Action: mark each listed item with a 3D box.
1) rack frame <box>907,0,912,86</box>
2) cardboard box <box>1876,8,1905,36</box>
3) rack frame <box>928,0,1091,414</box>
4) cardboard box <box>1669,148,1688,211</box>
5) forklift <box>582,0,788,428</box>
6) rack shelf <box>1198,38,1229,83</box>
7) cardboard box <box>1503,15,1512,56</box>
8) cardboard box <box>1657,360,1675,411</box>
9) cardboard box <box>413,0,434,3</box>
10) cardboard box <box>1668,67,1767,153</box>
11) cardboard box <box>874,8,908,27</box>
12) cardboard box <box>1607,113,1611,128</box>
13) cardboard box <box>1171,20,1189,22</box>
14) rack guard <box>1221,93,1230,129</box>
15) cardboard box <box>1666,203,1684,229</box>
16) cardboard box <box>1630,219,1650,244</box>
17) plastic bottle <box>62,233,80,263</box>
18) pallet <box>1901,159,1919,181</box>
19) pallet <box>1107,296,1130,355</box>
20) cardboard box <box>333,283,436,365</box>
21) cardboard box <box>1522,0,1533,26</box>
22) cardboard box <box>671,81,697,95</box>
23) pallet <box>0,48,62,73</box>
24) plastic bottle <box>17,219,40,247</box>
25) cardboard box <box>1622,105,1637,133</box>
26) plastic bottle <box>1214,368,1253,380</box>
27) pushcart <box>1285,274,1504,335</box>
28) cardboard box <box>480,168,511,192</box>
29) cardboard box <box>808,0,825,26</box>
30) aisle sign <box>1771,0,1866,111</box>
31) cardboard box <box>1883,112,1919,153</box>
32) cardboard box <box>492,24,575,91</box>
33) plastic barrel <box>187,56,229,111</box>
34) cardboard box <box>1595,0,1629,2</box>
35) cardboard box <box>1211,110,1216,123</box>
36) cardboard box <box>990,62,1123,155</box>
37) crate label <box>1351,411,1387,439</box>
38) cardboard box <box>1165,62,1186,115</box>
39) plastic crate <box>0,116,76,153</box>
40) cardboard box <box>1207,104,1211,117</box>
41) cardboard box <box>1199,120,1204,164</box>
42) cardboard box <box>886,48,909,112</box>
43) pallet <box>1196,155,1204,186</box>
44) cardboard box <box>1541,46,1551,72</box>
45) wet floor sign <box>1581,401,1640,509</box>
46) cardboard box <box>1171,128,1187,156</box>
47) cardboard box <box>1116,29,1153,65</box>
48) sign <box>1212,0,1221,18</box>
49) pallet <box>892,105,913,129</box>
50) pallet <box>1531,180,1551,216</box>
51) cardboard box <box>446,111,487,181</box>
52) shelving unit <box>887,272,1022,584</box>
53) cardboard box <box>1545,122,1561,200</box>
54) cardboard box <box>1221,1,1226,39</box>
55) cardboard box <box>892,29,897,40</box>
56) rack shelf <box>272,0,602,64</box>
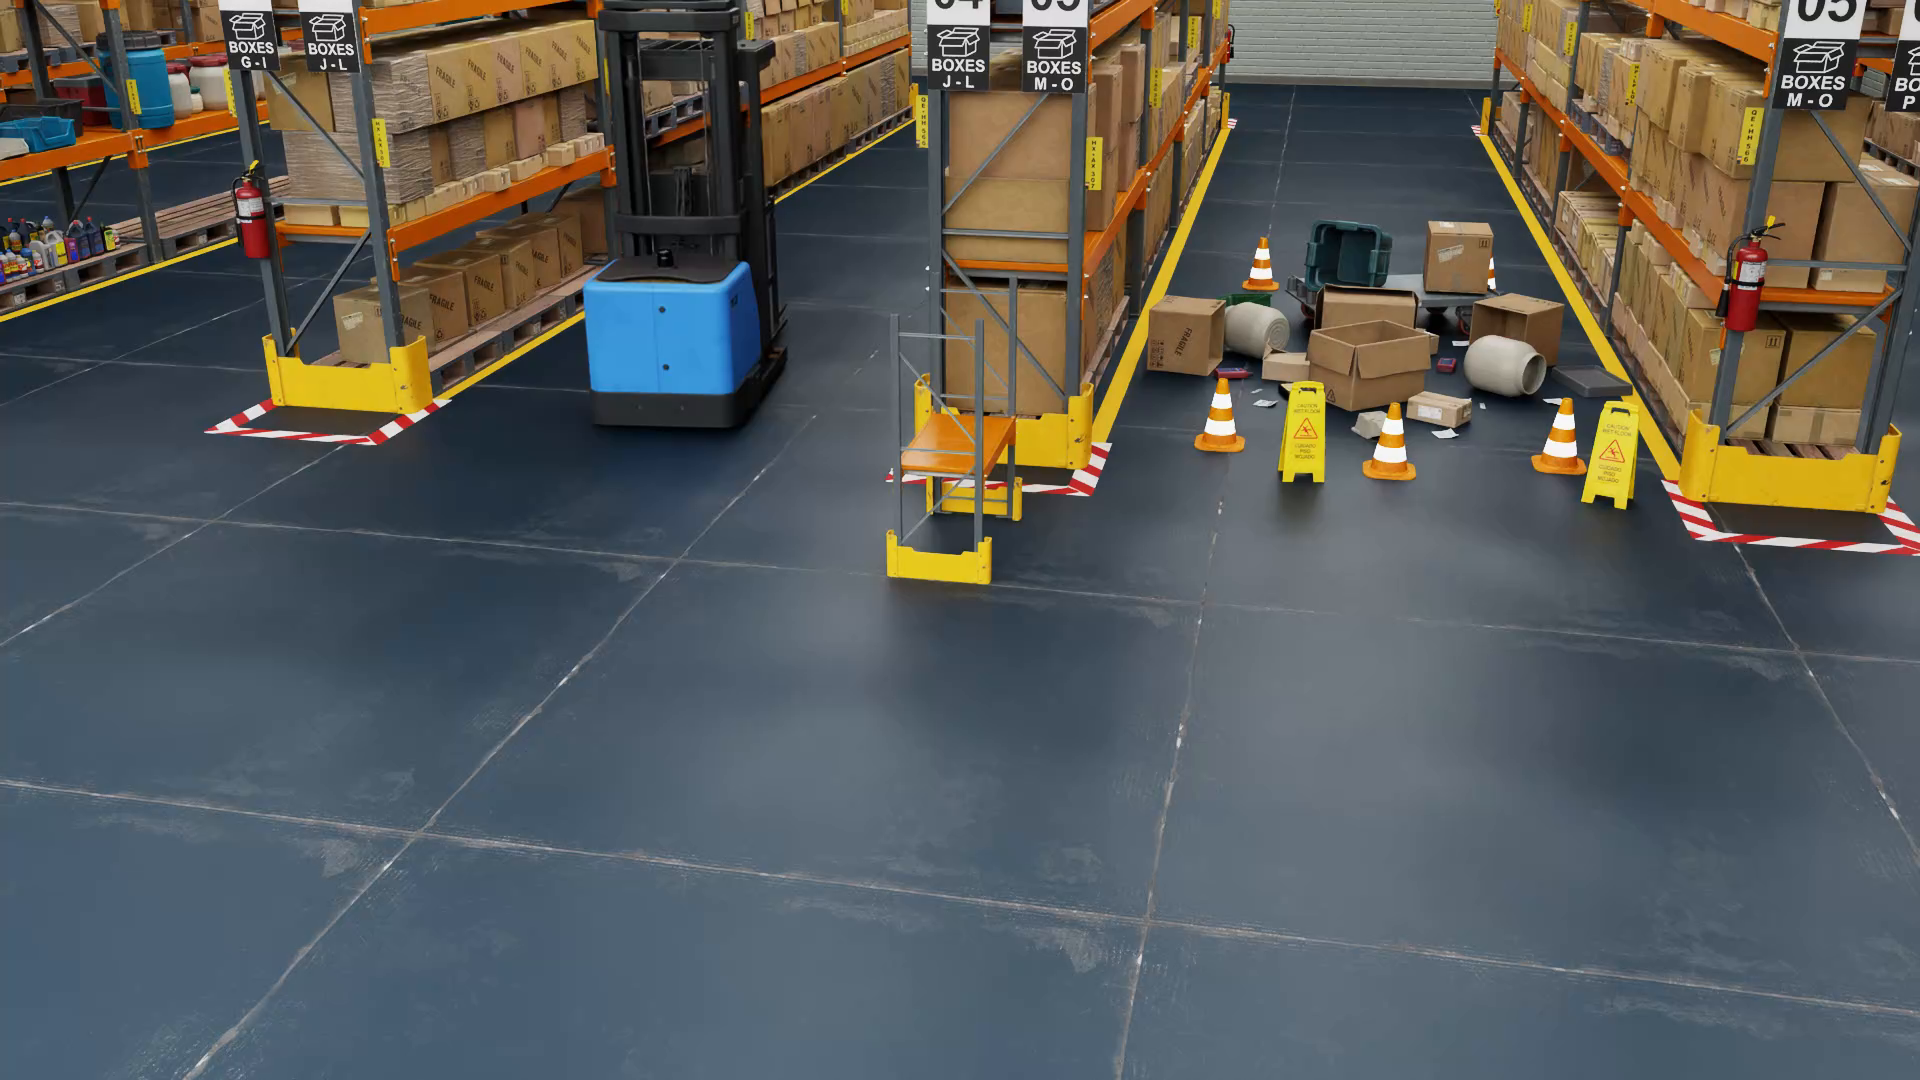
[{"bbox_3d":[-1.272,-8.237,26.291,1.000,3.000,0.127,4,22,11],"label":"rack frame"},{"bbox_3d":[5.550,-3.001,9.612,0.380,0.149,0.250,4,22,11],"label":"cardboard box"},{"bbox_3d":[0.298,-1.970,10.731,1.000,3.000,0.127,4,22,11],"label":"rack frame"},{"bbox_3d":[5.340,-2.583,11.721,0.500,0.500,0.500,5,22,12],"label":"cardboard box"},{"bbox_3d":[-1.963,-2.650,12.511,1.130,2.935,3.031,2,22,4],"label":"forklift"},{"bbox_3d":[3.155,-6.757,23.578,1.077,0.370,4.000,4,22,11],"label":"rack shelf"},{"bbox_3d":[7.853,-7.003,23.092,0.500,0.500,0.500,4,22,11],"label":"cardboard box"},{"bbox_3d":[5.180,-1.054,11.575,0.500,0.250,0.500,5,22,11],"label":"cardboard box"},{"bbox_3d":[-4.086,-4.053,12.087,0.500,0.250,0.500,4,22,10],"label":"cardboard box"},{"bbox_3d":[5.169,-2.861,11.071,0.700,0.500,0.500,4,22,10],"label":"cardboard box"},{"bbox_3d":[-1.111,-8.108,25.773,0.500,0.250,0.500,4,22,10],"label":"cardboard box"},{"bbox_3d":[6.038,-3.752,14.930,0.380,0.149,0.250,4,22,11],"label":"cardboard box"},{"bbox_3d":[2.747,-6.359,20.605,0.380,0.149,0.250,4,22,9],"label":"cardboard box"},{"bbox_3d":[3.547,-6.635,25.658,1.175,0.500,0.348,4,22,11],"label":"rack guard"},{"bbox_3d":[5.308,-2.324,11.946,0.380,0.149,0.250,4,22,11],"label":"cardboard box"},{"bbox_3d":[5.512,-2.425,13.105,0.380,0.149,0.250,5,22,12],"label":"cardboard box"},{"bbox_3d":[-8.450,-2.780,15.787,0.061,0.283,0.133,6,23,14],"label":"plastic bottle"},{"bbox_3d":[12.614,-4.599,20.991,1.003,0.211,1.213,4,22,11],"label":"pallet"},{"bbox_3d":[0.883,-1.868,14.208,1.003,0.211,1.213,4,22,11],"label":"pallet"},{"bbox_3d":[-4.393,-1.648,12.714,0.500,0.500,0.500,9,24,21],"label":"cardboard box"},{"bbox_3d":[7.439,-6.722,21.058,0.500,0.500,0.500,4,22,10],"label":"cardboard box"},{"bbox_3d":[-2.980,-4.813,17.407,0.396,0.266,0.258,4,22,9],"label":"cardboard box"},{"bbox_3d":[-12.532,-6.232,21.569,1.213,0.211,1.003,4,22,11],"label":"pallet"},{"bbox_3d":[-8.999,-2.927,16.062,0.144,0.351,0.185,4,22,11],"label":"plastic bottle"},{"bbox_3d":[5.850,-3.659,13.828,0.500,0.500,0.500,4,22,10],"label":"cardboard box"},{"bbox_3d":[2.140,-1.303,13.008,0.283,0.061,0.133,-3,22,-8],"label":"plastic bottle"},{"bbox_3d":[3.739,-2.032,14.394,1.648,0.377,0.936,-3,22,-8],"label":"pushcart"},{"bbox_3d":[-3.844,-2.896,13.366,0.380,0.149,0.250,4,22,11],"label":"cardboard box"},{"bbox_3d":[-2.211,-7.052,21.871,0.797,0.503,0.637,4,22,10],"label":"cardboard box"},{"bbox_3d":[4.868,-2.835,9.399,0.394,0.787,0.004,4,22,11],"label":"aisle sign"},{"bbox_3d":[12.654,-5.428,22.100,0.500,0.500,0.500,5,22,12],"label":"cardboard box"},{"bbox_3d":[-3.644,-4.128,14.218,0.500,0.500,0.500,4,22,11],"label":"cardboard box"},{"bbox_3d":[-8.010,-4.890,17.799,0.433,0.535,0.433,0,22,0],"label":"plastic barrel"},{"bbox_3d":[7.547,-5.973,19.196,0.500,0.500,0.500,5,23,13],"label":"cardboard box"},{"bbox_3d":[3.438,-6.042,23.696,0.380,0.149,0.250,5,22,11],"label":"cardboard box"},{"bbox_3d":[0.681,-3.076,11.830,0.875,0.550,0.550,4,22,11],"label":"cardboard box"},{"bbox_3d":[2.933,-0.810,11.682,0.250,0.136,0.298,-7,23,-17],"label":"crate label"},{"bbox_3d":[2.101,-4.757,17.517,0.500,0.500,0.500,4,22,11],"label":"cardboard box"},{"bbox_3d":[-8.530,-3.731,15.303,0.499,0.251,0.616,4,22,11],"label":"plastic crate"},{"bbox_3d":[3.300,-5.994,23.179,0.380,0.149,0.250,5,22,12],"label":"cardboard box"},{"bbox_3d":[2.842,-5.104,21.297,0.500,0.500,0.500,4,22,10],"label":"cardboard box"},{"bbox_3d":[-1.324,-7.206,26.013,0.875,0.875,0.875,4,22,11],"label":"cardboard box"},{"bbox_3d":[2.589,-4.781,21.442,1.003,0.211,1.213,4,22,11],"label":"pallet"},{"bbox_3d":[6.938,-5.481,18.980,0.500,0.250,0.500,4,22,9],"label":"cardboard box"},{"bbox_3d":[4.078,-0.550,10.356,0.267,0.644,0.232,13,25,29],"label":"wet floor sign"},{"bbox_3d":[2.308,-4.513,18.824,0.500,0.250,0.500,3,22,8],"label":"cardboard box"},{"bbox_3d":[1.416,-4.499,15.536,0.700,0.500,0.500,5,22,11],"label":"cardboard box"},{"bbox_3d":[3.291,-6.855,21.310,0.100,0.325,0.005,4,22,11],"label":"sign"},{"bbox_3d":[-1.359,-6.645,26.071,1.003,0.211,1.213,4,22,11],"label":"pallet"},{"bbox_3d":[7.283,-3.990,19.477,1.003,0.211,1.213,4,22,11],"label":"pallet"},{"bbox_3d":[-4.269,-3.140,13.104,0.875,0.500,0.500,4,22,11],"label":"cardboard box"},{"bbox_3d":[-0.016,-0.668,9.504,0.587,1.500,1.083,4,22,11],"label":"shelving unit"},{"bbox_3d":[7.205,-4.337,18.889,0.875,0.875,0.875,5,22,12],"label":"cardboard box"},{"bbox_3d":[3.519,-7.448,23.800,0.500,0.500,0.500,5,22,11],"label":"cardboard box"},{"bbox_3d":[-1.178,-7.687,25.260,0.380,0.149,0.250,5,22,12],"label":"cardboard box"},{"bbox_3d":[-4.129,-4.175,13.152,1.077,0.370,4.000,4,22,11],"label":"rack shelf"}]
